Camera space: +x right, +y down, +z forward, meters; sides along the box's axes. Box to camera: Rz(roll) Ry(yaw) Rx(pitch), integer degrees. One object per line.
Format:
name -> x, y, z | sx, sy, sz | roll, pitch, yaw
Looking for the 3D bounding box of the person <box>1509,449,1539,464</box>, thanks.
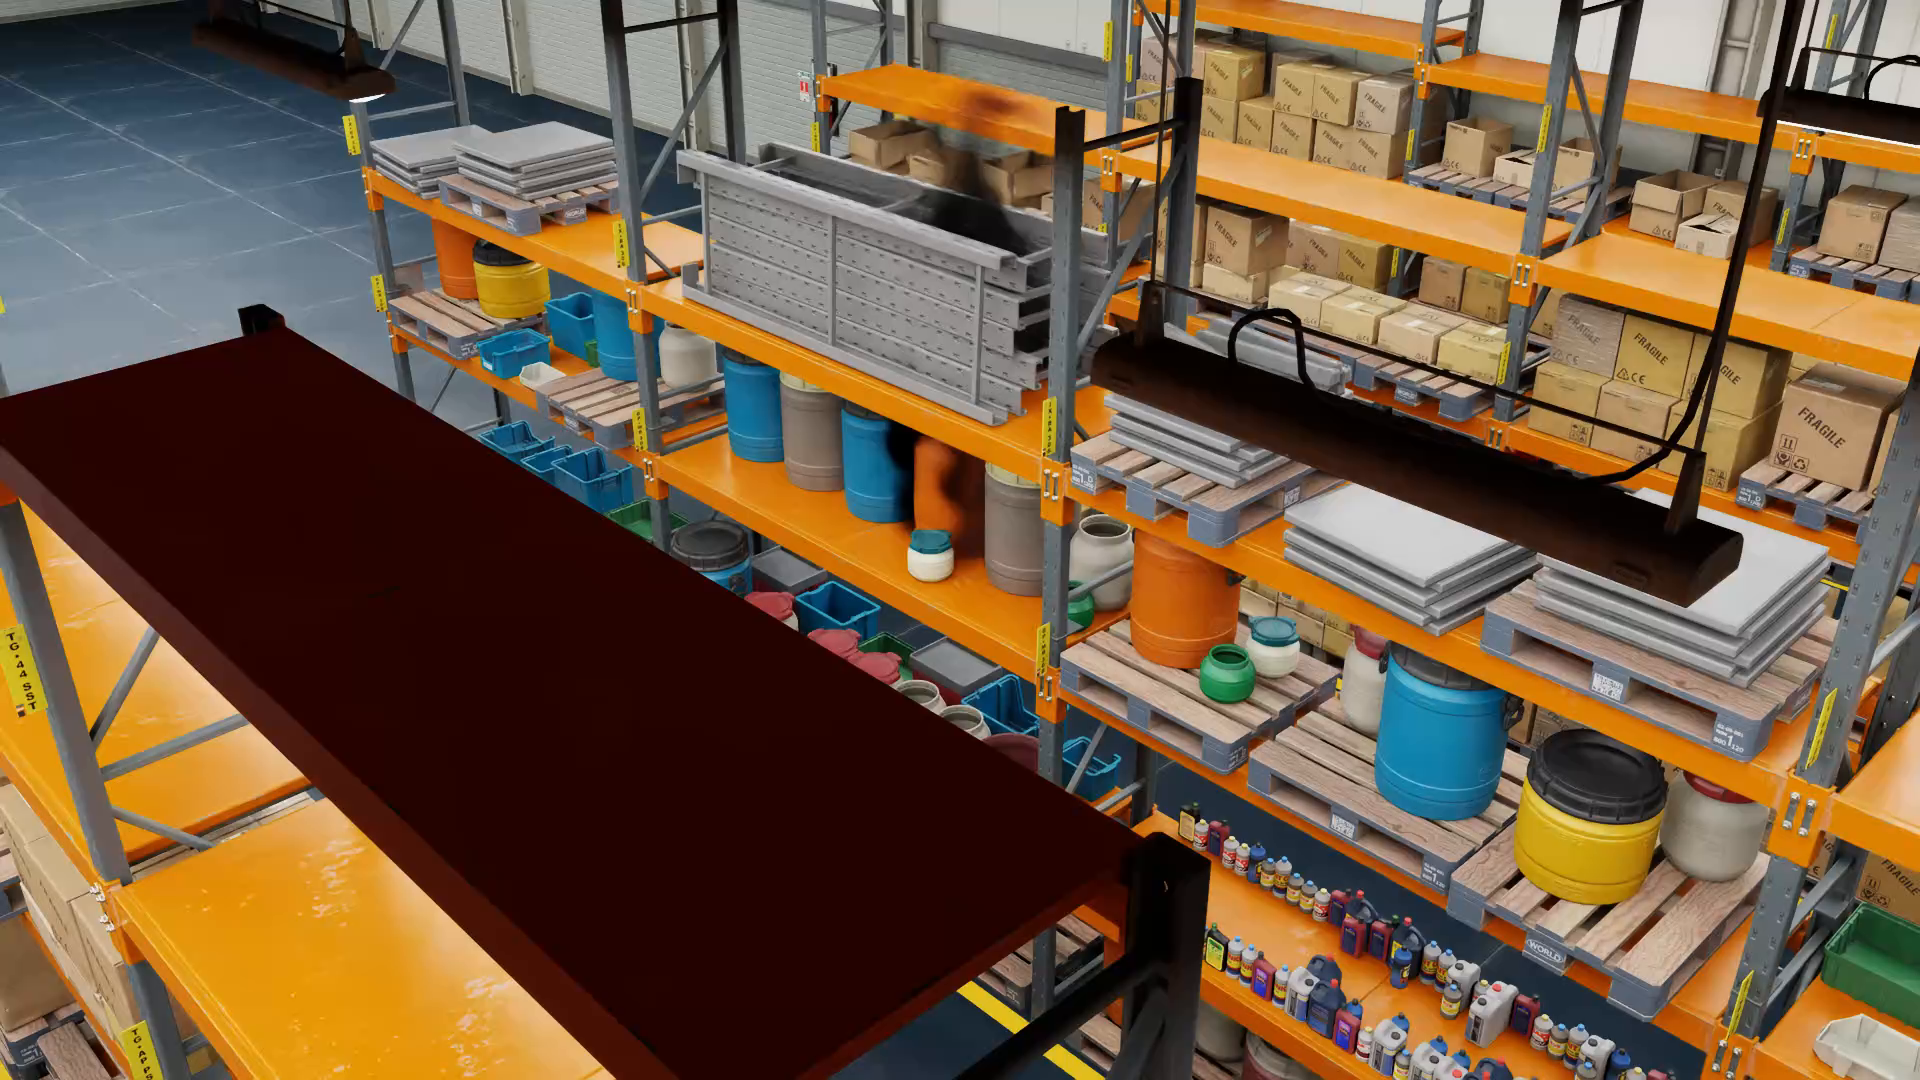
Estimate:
person -> 5.512, -0.538, 16.076 | 0.782, 1.680, 0.674 | 17, 33, 29
